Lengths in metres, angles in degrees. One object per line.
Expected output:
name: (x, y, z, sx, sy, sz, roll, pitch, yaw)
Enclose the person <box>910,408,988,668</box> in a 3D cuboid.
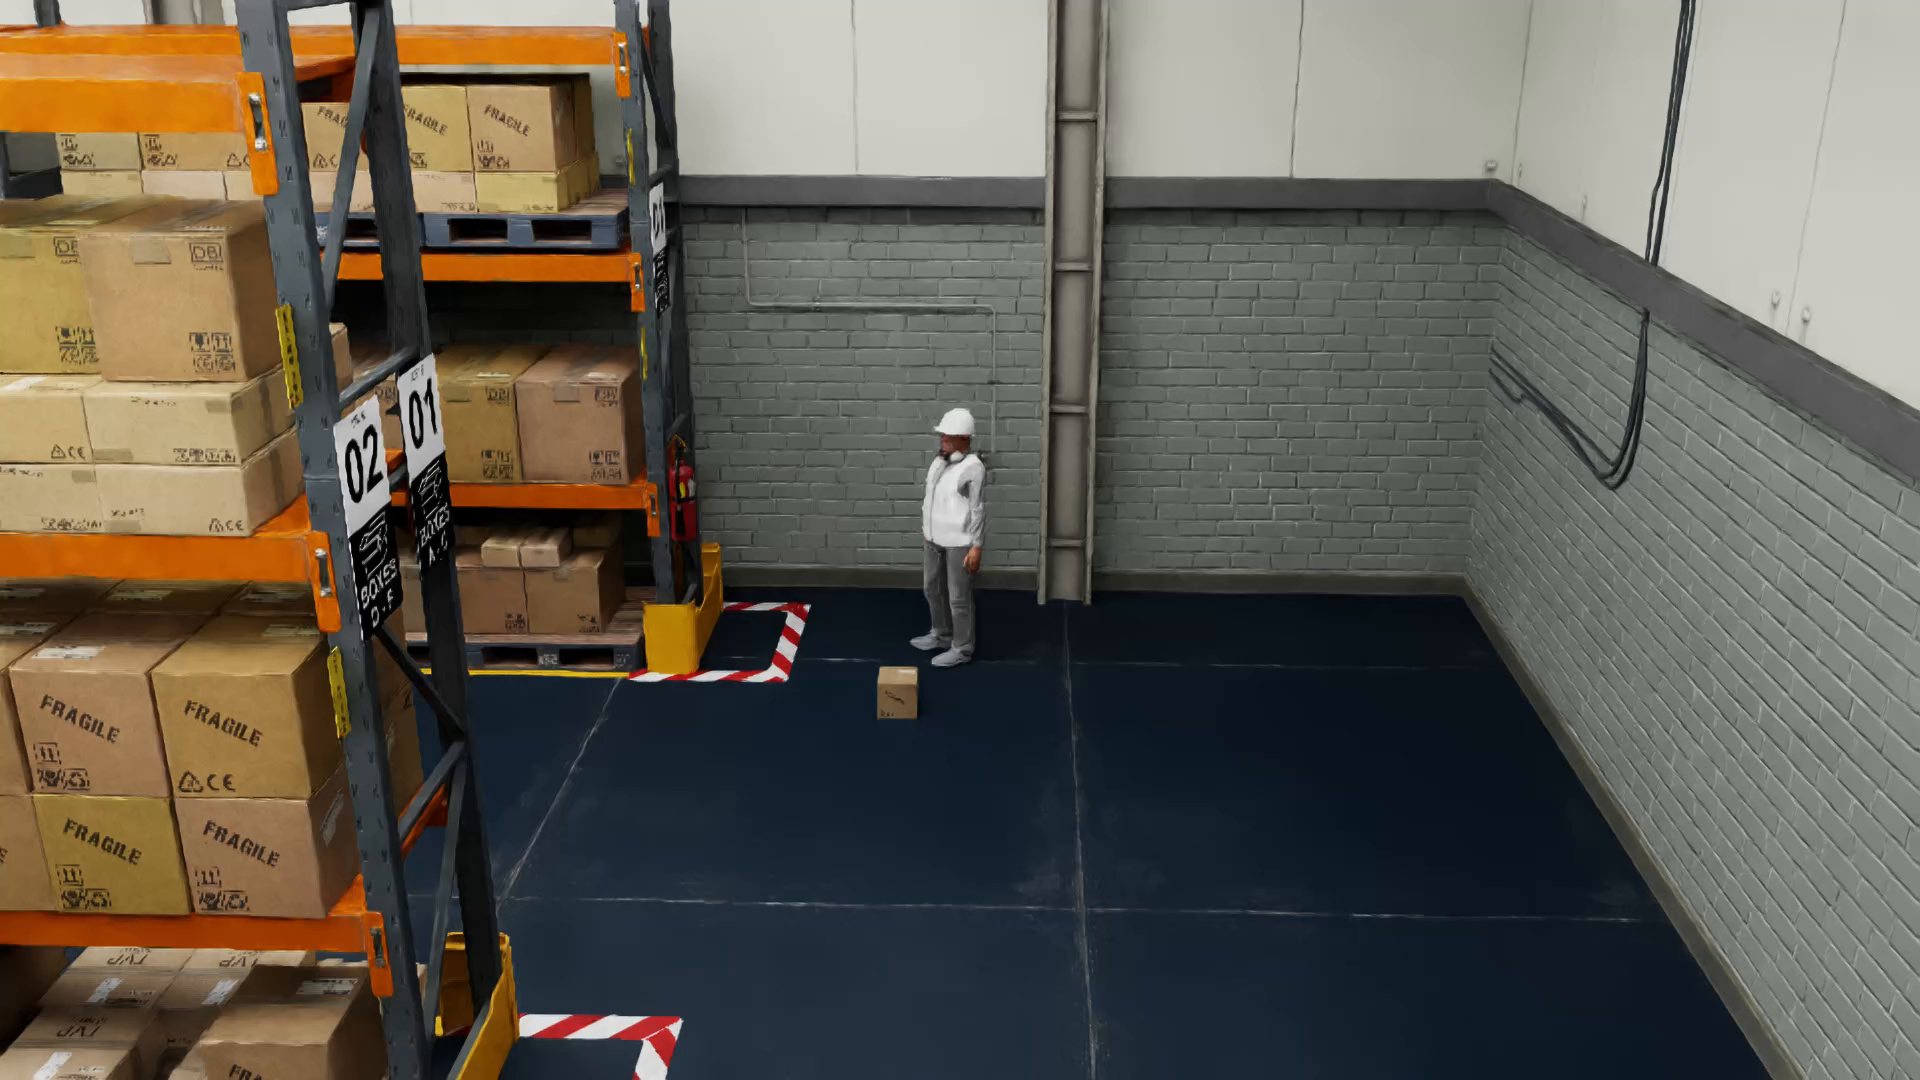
person: (-0.077, -0.021, 11.077, 0.374, 1.777, 0.667, -15, 25, -34)
